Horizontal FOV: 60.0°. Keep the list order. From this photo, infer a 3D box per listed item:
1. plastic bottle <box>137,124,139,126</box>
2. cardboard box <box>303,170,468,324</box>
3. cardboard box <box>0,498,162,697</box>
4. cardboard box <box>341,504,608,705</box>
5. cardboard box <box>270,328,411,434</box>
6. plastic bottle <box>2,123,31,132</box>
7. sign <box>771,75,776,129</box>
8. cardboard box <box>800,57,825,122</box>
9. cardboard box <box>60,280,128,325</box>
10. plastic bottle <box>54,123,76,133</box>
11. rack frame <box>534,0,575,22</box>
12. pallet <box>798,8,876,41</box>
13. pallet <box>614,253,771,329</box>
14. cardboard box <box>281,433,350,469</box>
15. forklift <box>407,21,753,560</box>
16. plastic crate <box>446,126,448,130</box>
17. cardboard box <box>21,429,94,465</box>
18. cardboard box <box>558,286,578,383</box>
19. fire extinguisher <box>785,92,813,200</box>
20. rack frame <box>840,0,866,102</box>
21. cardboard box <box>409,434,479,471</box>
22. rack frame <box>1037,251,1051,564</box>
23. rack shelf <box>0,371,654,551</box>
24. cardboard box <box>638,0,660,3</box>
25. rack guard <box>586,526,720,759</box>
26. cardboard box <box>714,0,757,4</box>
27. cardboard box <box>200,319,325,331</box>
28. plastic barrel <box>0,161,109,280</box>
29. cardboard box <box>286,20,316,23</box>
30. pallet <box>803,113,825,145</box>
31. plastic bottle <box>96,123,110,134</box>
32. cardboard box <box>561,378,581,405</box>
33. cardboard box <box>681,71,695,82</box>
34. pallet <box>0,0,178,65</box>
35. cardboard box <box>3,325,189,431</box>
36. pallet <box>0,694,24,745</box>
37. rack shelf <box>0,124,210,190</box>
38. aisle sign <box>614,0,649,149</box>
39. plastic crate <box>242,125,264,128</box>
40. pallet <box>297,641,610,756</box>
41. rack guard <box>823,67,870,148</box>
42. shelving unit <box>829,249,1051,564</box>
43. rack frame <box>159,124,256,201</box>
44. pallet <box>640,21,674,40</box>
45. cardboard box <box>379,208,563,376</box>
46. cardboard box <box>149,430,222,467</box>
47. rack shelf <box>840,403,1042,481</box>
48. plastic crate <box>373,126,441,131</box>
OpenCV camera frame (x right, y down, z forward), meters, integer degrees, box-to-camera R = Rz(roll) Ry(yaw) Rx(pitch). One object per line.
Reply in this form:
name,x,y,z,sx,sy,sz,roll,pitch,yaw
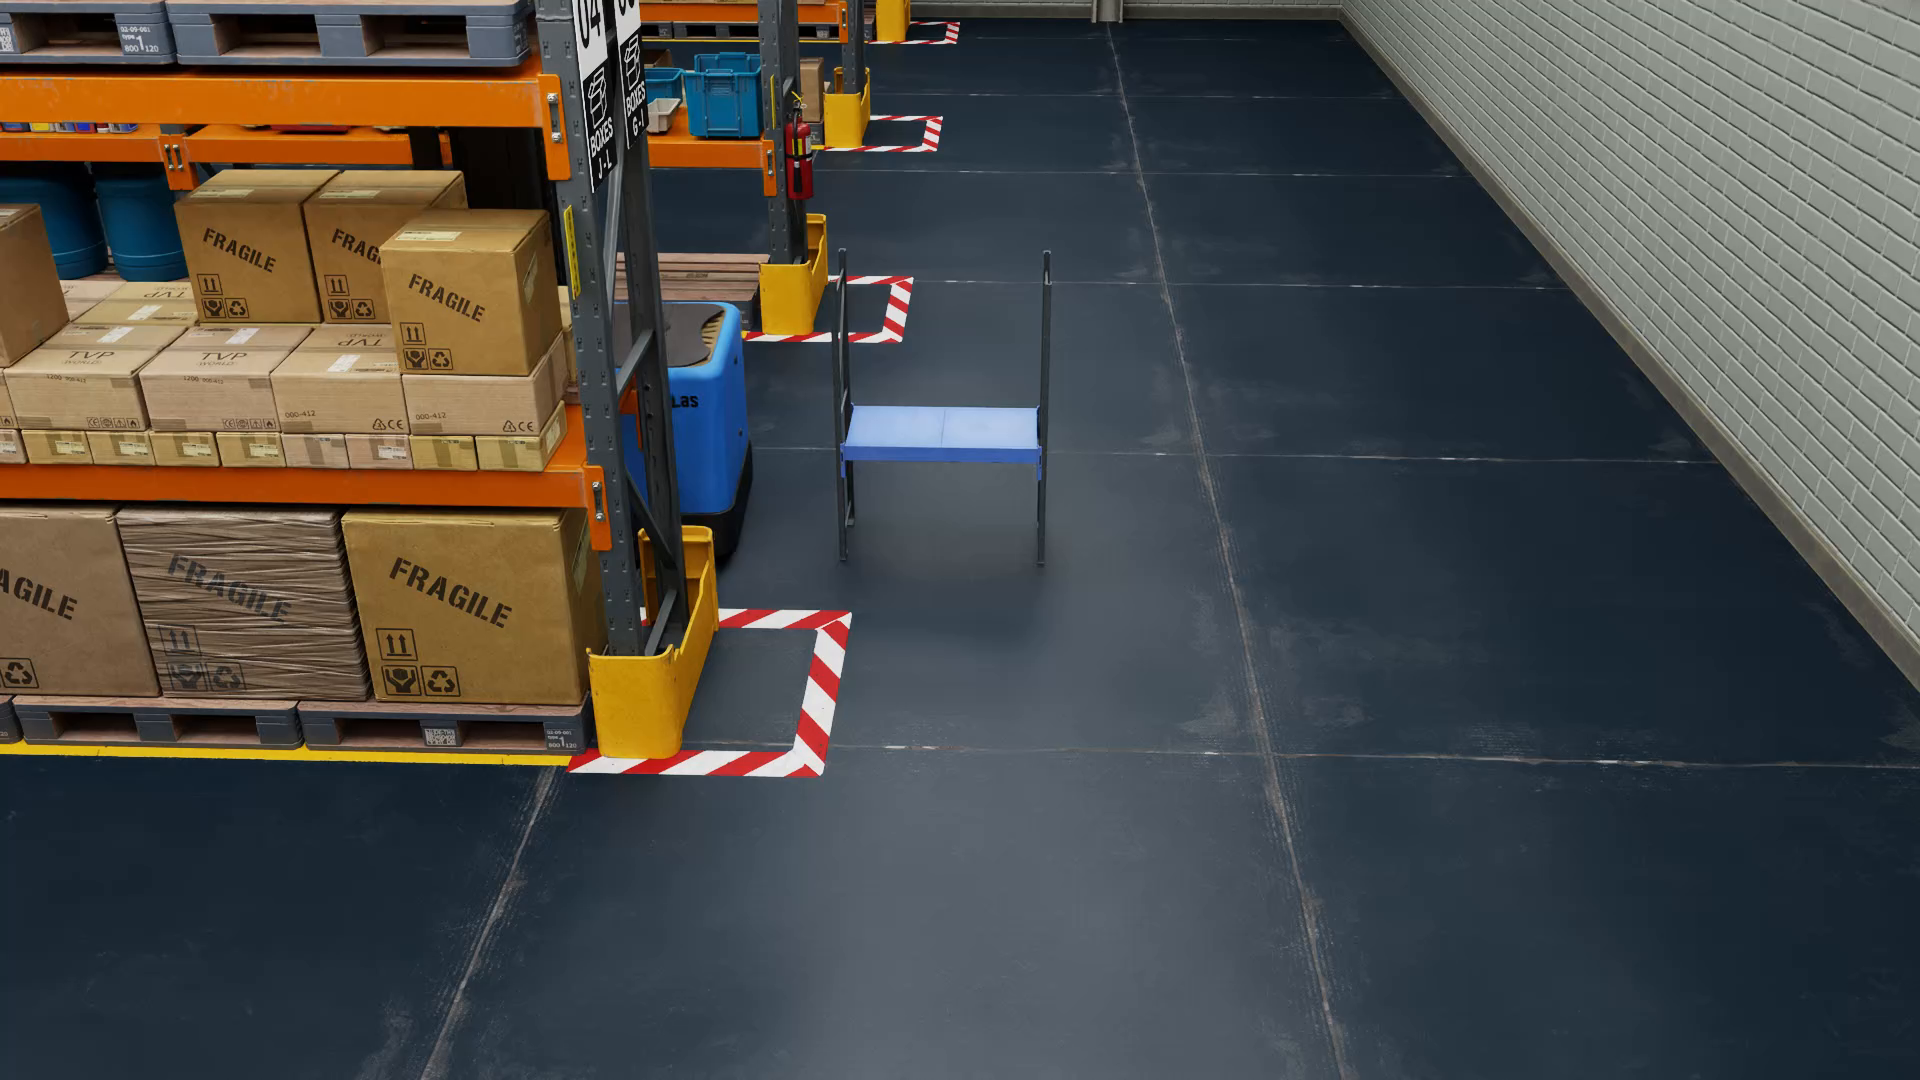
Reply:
plastic bottle,-5.611,-2.888,11.208,0.097,0.201,0.097,0,28,0
cardboard box,-2.339,-1.217,6.884,0.500,0.500,0.500,0,28,1
cardboard box,-3.810,0.073,7.230,0.875,0.875,0.875,1,28,2
cardboard box,-2.011,0.103,7.174,0.875,0.875,0.875,1,28,2
cardboard box,-2.370,-0.635,6.588,0.500,0.250,0.500,0,28,1
plastic bottle,-6.307,-2.905,11.080,0.185,0.351,0.144,1,28,2
sign,-1.197,-2.810,10.674,0.005,0.325,0.100,1,28,2
cardboard box,-1.568,-4.298,15.854,0.500,0.500,0.500,1,28,2
cardboard box,-3.889,-0.909,7.104,0.500,0.250,0.500,2,28,3
plastic bottle,-5.962,-2.868,11.091,0.135,0.276,0.152,1,28,2
rack frame,-1.369,-3.328,5.420,0.127,3.000,1.000,1,28,2
pallet,-1.646,-6.378,20.555,1.213,0.211,1.003,1,28,2
pallet,-2.017,-1.796,11.912,1.213,0.211,1.003,1,28,2
cardboard box,-2.498,-0.431,6.629,0.250,0.149,0.380,1,28,3
forklift,-2.663,-1.385,8.233,3.031,2.935,1.130,0,28,-1
plastic crate,-3.256,-2.862,11.062,0.300,0.233,0.416,1,28,2
cardboard box,-3.525,-0.447,6.659,0.250,0.149,0.380,0,28,0
cardboard box,-1.839,-0.877,7.044,0.500,0.250,0.500,0,28,0
fire extinguisher,-1.059,-2.582,10.898,0.183,0.674,0.296,1,28,2
rack frame,-1.016,-5.314,15.572,0.127,3.000,1.000,1,28,2
cardboard box,-1.996,-0.422,6.611,0.250,0.149,0.380,1,28,2
rack frame,0.423,-0.656,8.386,0.032,1.500,0.500,1,28,2
rack shelf,-3.368,-0.393,7.056,4.000,0.370,1.077,1,28,2
cardboard box,-2.993,-5.265,15.372,0.500,0.500,0.500,1,28,1
rack guard,-1.345,0.427,7.410,0.348,0.500,1.175,1,28,2
cardboard box,-1.991,-5.245,15.336,0.500,0.500,0.500,1,28,2
cardboard box,-2.861,-0.892,7.073,0.500,0.250,0.500,0,28,0
plastic barrel,-6.442,-2.349,11.771,0.708,0.901,0.600,1,28,2
cardboard box,-6.487,-4.940,16.265,0.500,0.250,0.500,1,28,2
pallet,-1.888,-4.096,16.252,1.213,0.211,1.003,1,28,2
plastic bottle,-5.714,-2.818,11.076,0.097,0.201,0.097,0,28,0
cardboard box,-1.712,-0.727,7.187,0.250,0.149,0.380,1,28,2
cardboard box,-2.548,-4.452,16.412,0.500,0.250,0.500,1,28,2
pallet,-3.333,-1.990,6.193,1.213,0.211,1.003,1,28,2
cardboard box,-3.399,-0.650,6.616,0.500,0.250,0.500,1,28,2
pallet,-4.609,0.538,7.510,1.213,0.211,1.003,1,28,2
rack shelf,-7.190,-2.777,11.554,4.000,0.370,1.077,1,28,2
aisle sign,-1.286,-1.965,6.479,0.004,0.787,0.394,1,28,2
plastic crate,-4.732,-2.897,11.230,0.243,0.136,0.396,1,28,2
pallet,-2.171,0.578,7.434,1.213,0.211,1.003,1,28,2
rack guard,-1.092,-4.211,16.160,0.348,0.500,1.175,1,28,2
shelving unit,-0.085,-0.664,8.401,1.048,1.500,0.538,1,28,2
rack frame,-5.192,-3.062,11.323,0.127,3.000,1.000,1,28,2
pallet,-4.085,-6.418,20.632,1.213,0.211,1.003,1,28,2
cardboard box,-1.865,-0.959,6.398,0.500,0.500,0.500,1,28,2
cardboard box,-3.016,-0.438,6.643,0.250,0.149,0.380,1,28,2
rack shelf,-0.085,-0.505,8.486,1.000,0.185,0.538,1,28,2
plastic crate,-3.672,-2.925,11.127,0.530,0.282,0.437,1,28,2
